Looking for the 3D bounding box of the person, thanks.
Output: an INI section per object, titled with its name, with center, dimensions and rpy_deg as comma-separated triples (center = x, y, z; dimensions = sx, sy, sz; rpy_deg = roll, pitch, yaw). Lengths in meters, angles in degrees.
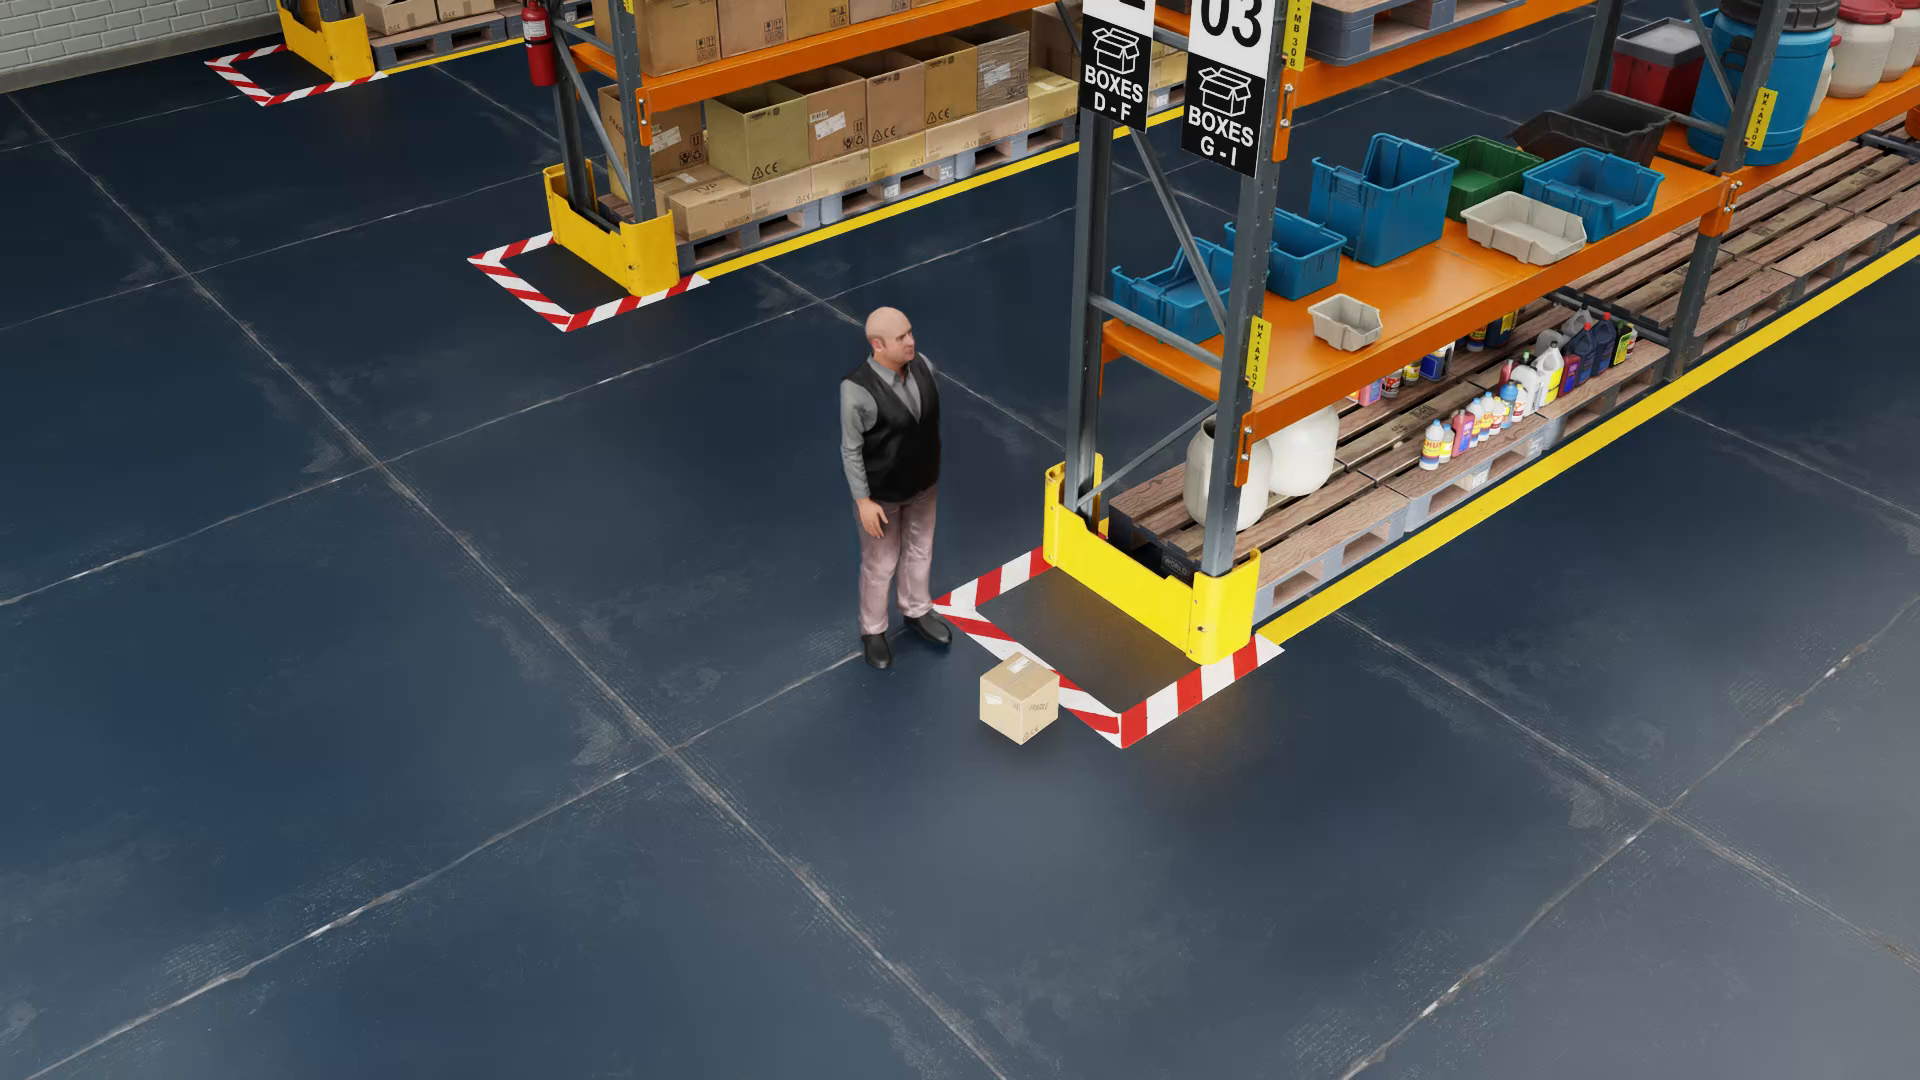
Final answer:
[person]
center = -0.267, -0.238, 7.396
dimensions = 0.407, 1.727, 0.546
rpy_deg = 29, 44, 34
